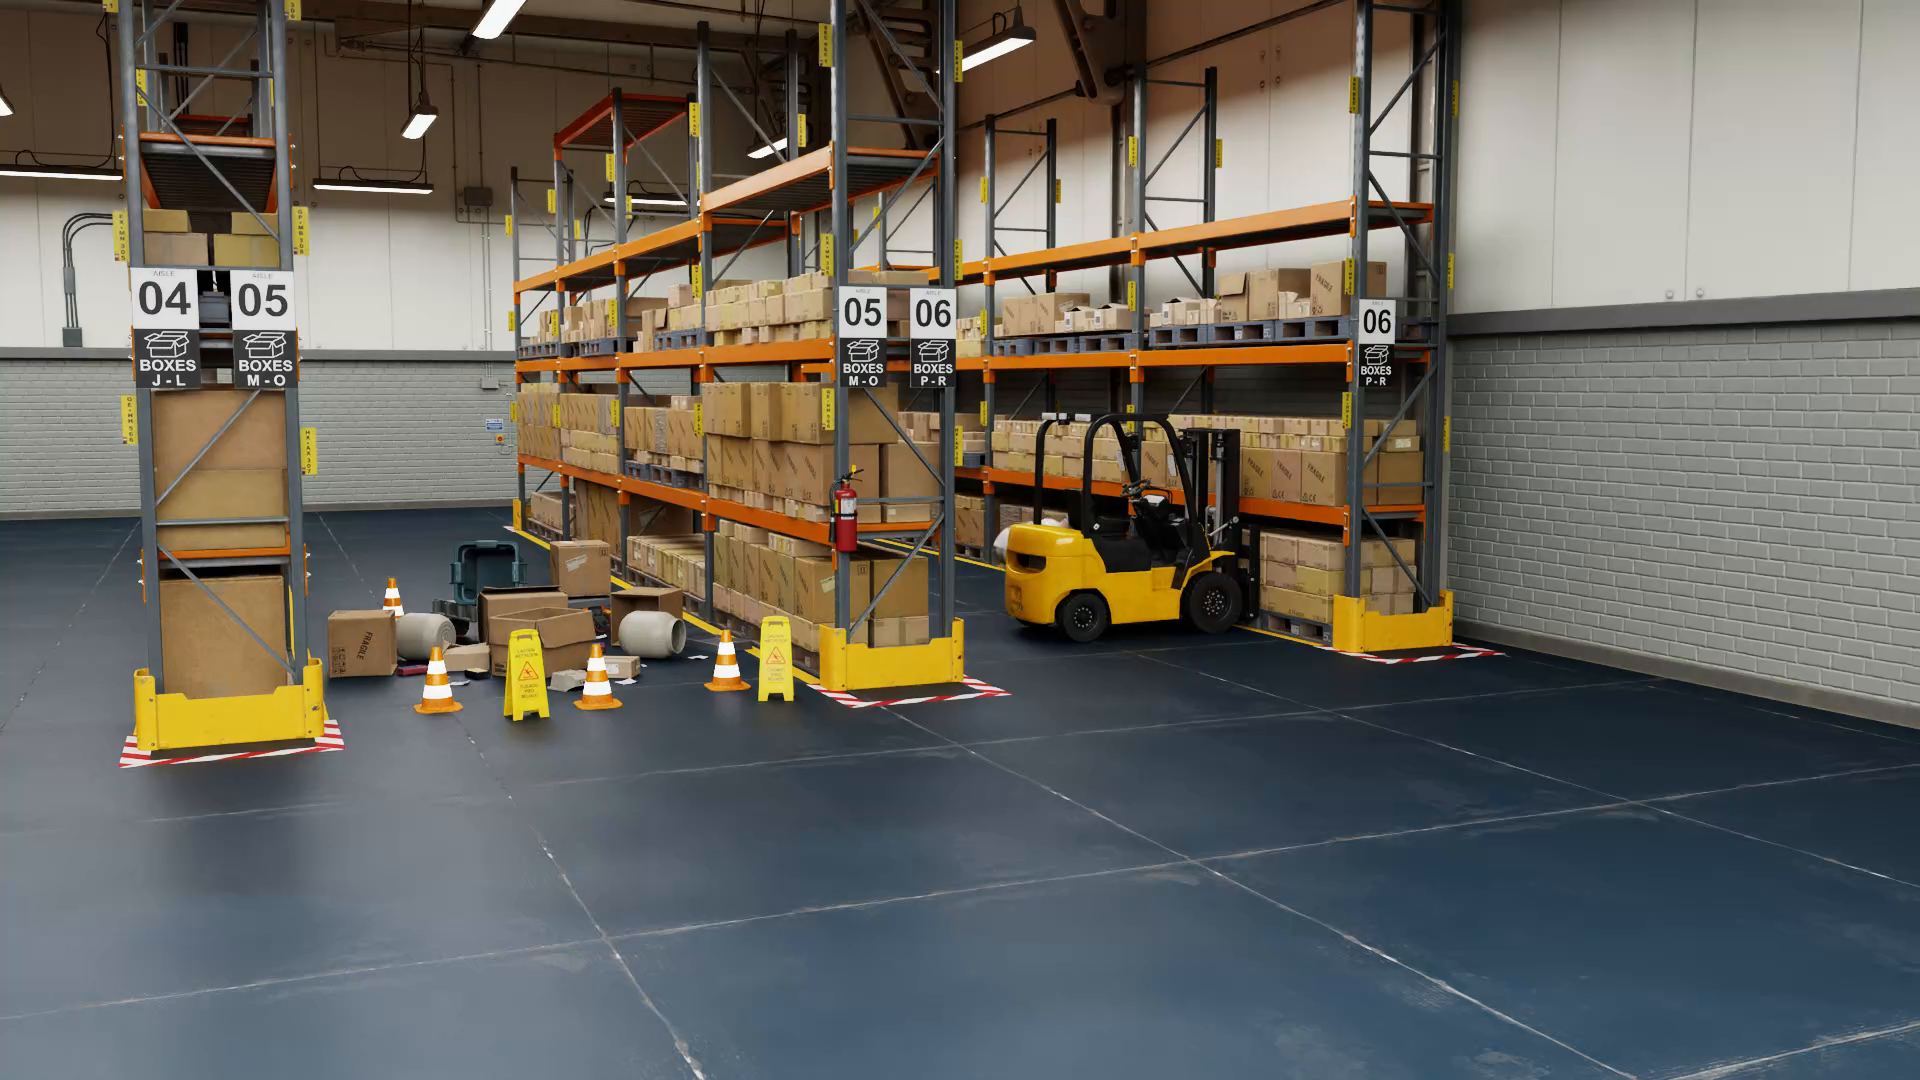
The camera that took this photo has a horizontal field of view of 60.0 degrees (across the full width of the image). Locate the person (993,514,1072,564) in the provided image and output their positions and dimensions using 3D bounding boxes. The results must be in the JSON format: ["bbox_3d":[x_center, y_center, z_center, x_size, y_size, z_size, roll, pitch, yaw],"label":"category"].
[{"bbox_3d":[0.860,0.253,17.869,1.025,1.037,0.530,-3,6,-26],"label":"person"}]
